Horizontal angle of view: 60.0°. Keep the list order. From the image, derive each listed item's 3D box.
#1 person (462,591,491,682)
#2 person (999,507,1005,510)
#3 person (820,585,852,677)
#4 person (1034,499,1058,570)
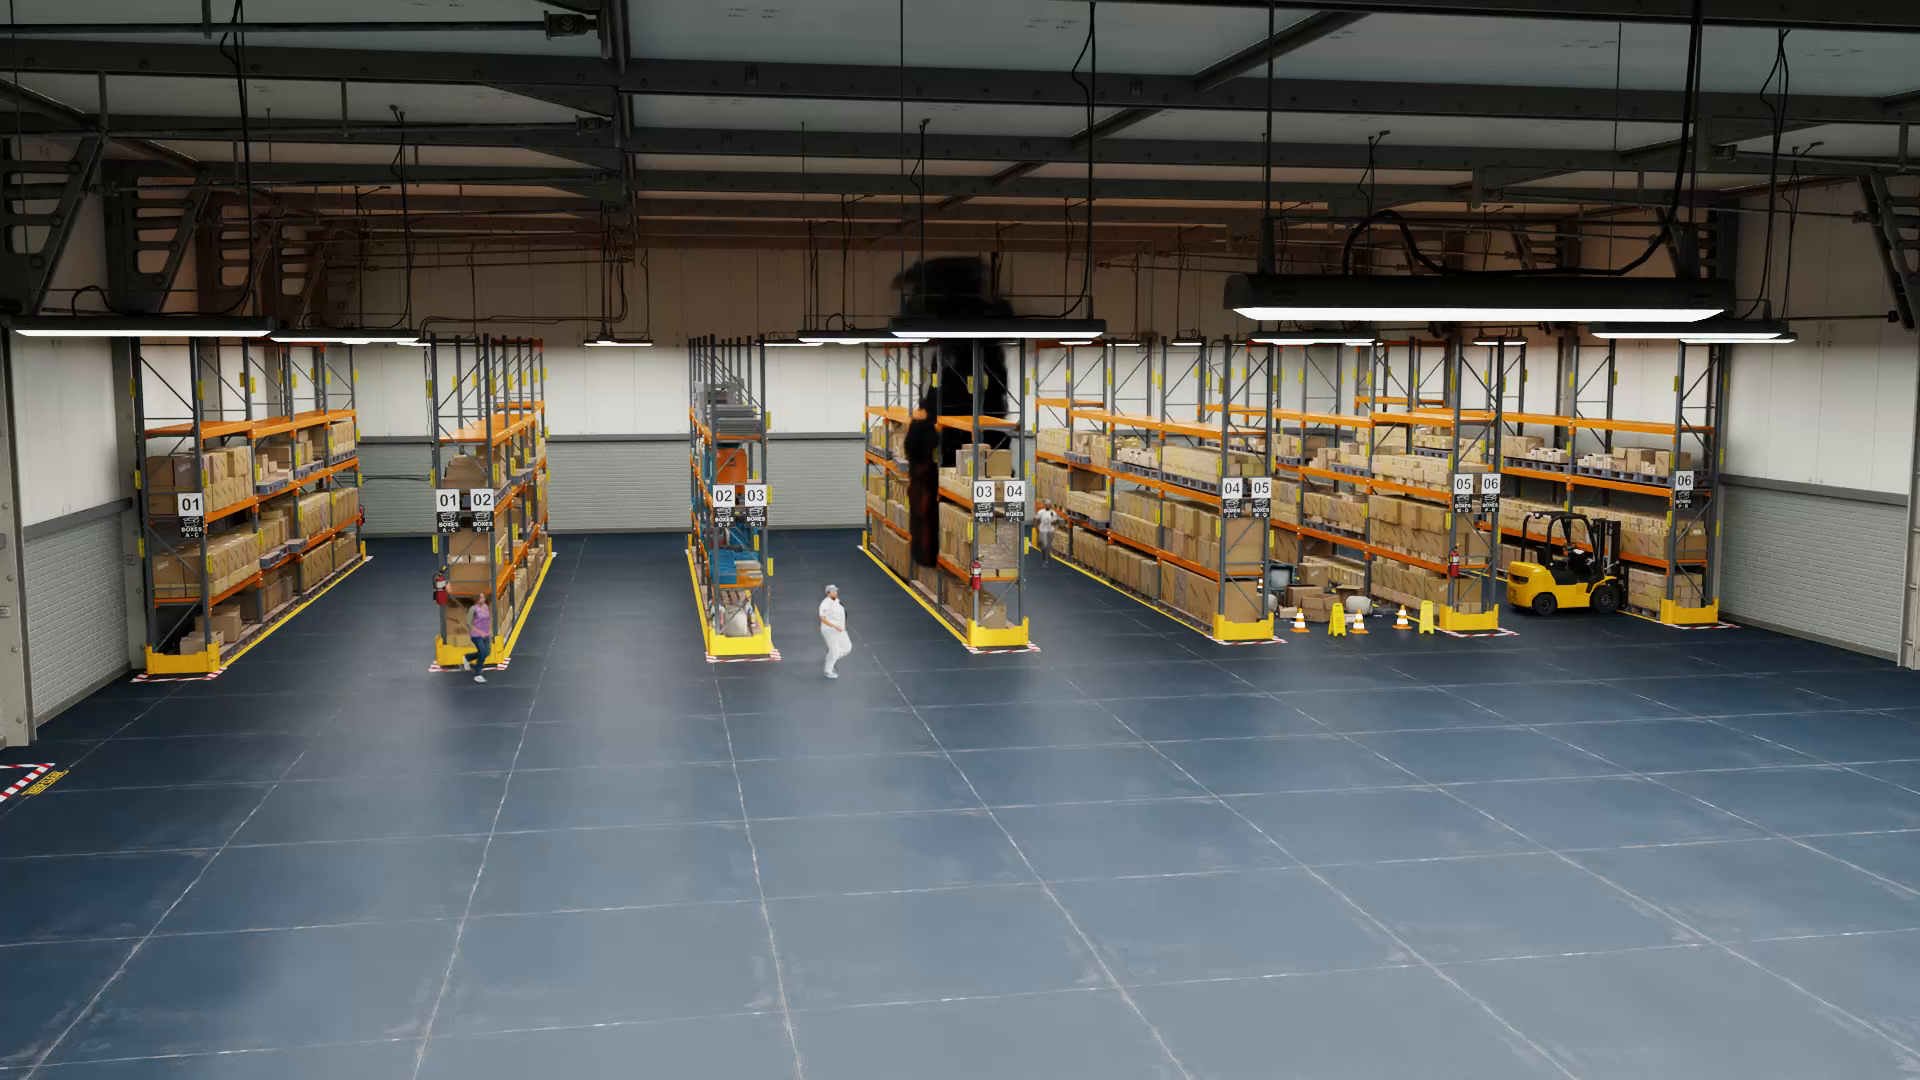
[{"bbox_3d":[-8.376,1.668,28.831,0.618,1.567,0.559,3,7,25],"label":"person"},{"bbox_3d":[0.921,-0.645,48.304,0.760,1.667,0.576,1,7,11],"label":"person"},{"bbox_3d":[-2.188,1.590,29.141,0.500,1.631,0.614,4,8,29],"label":"person"},{"bbox_3d":[2.180,-0.148,41.712,0.542,1.787,0.690,-2,7,-15],"label":"person"}]
